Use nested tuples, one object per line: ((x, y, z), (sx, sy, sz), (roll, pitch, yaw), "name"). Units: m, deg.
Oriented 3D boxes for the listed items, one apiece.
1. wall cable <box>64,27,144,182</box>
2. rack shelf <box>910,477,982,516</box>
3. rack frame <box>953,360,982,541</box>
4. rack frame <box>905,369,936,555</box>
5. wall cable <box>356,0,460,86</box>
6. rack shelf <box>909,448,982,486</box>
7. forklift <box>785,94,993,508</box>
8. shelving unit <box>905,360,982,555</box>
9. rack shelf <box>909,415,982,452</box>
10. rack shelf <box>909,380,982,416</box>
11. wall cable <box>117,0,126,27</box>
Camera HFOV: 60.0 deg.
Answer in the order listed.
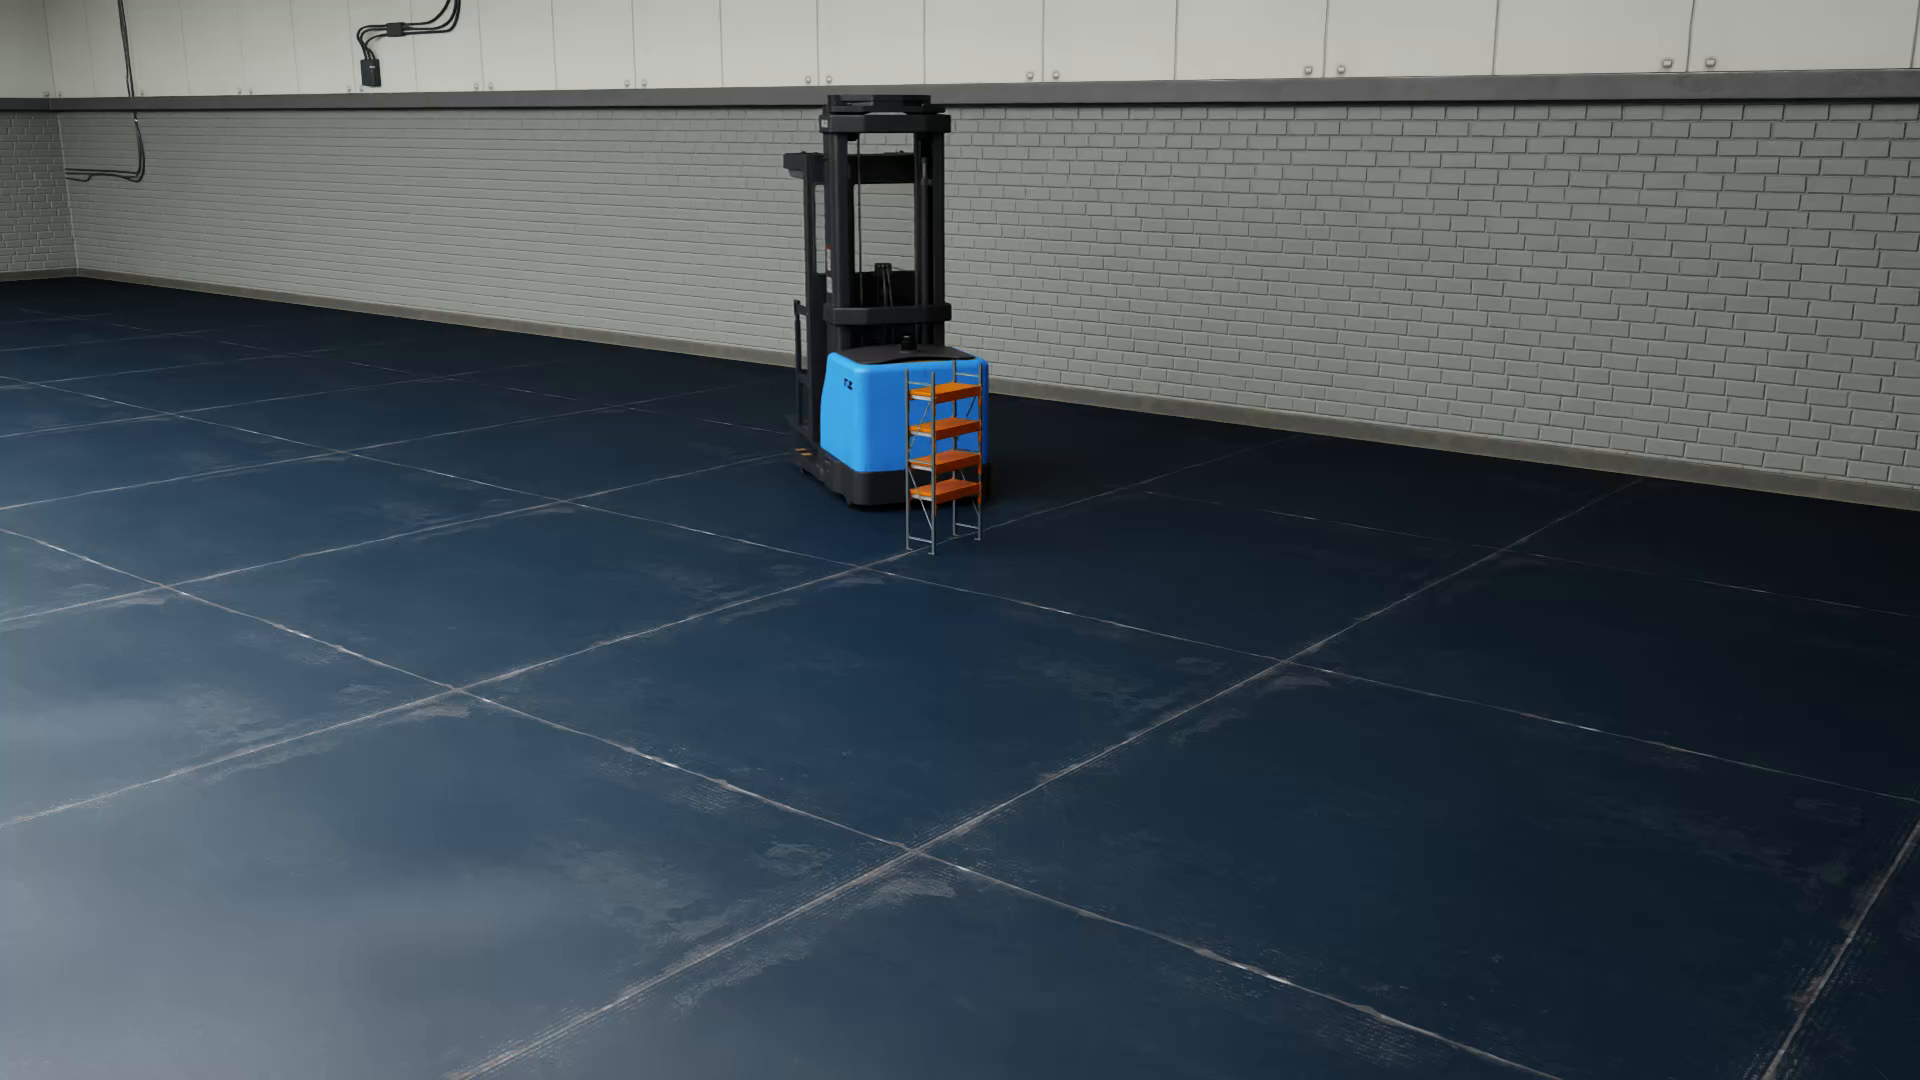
((-14.779, -7.381, 28.333), (3.097, 2.526, 0.112), (11, 18, 38), "wall cable")
((-0.104, -0.292, 11.043), (0.258, 0.148, 0.480), (11, 18, 38), "rack shelf")
((0.049, -0.597, 11.161), (0.240, 1.200, 0.015), (11, 18, 38), "rack frame")
((-0.257, -0.503, 10.793), (0.240, 1.200, 0.015), (11, 18, 38), "rack frame")
((-7.405, -9.062, 21.737), (2.305, 6.003, 0.169), (11, 18, 38), "wall cable")
((-0.104, -0.485, 10.994), (0.258, 0.148, 0.480), (11, 18, 38), "rack shelf")
((-0.721, -1.973, 13.062), (1.130, 2.935, 3.031), (-5, 15, -19), "forklift")
((-0.104, -0.550, 10.977), (0.258, 1.200, 0.503), (11, 18, 38), "shelving unit")
((-0.104, -0.701, 10.939), (0.258, 0.148, 0.480), (11, 18, 38), "rack shelf")
((-0.104, -0.931, 10.880), (0.258, 0.148, 0.480), (11, 18, 38), "rack shelf")
((-12.675, -9.410, 26.063), (3.097, 2.526, 0.112), (11, 18, 38), "wall cable")
